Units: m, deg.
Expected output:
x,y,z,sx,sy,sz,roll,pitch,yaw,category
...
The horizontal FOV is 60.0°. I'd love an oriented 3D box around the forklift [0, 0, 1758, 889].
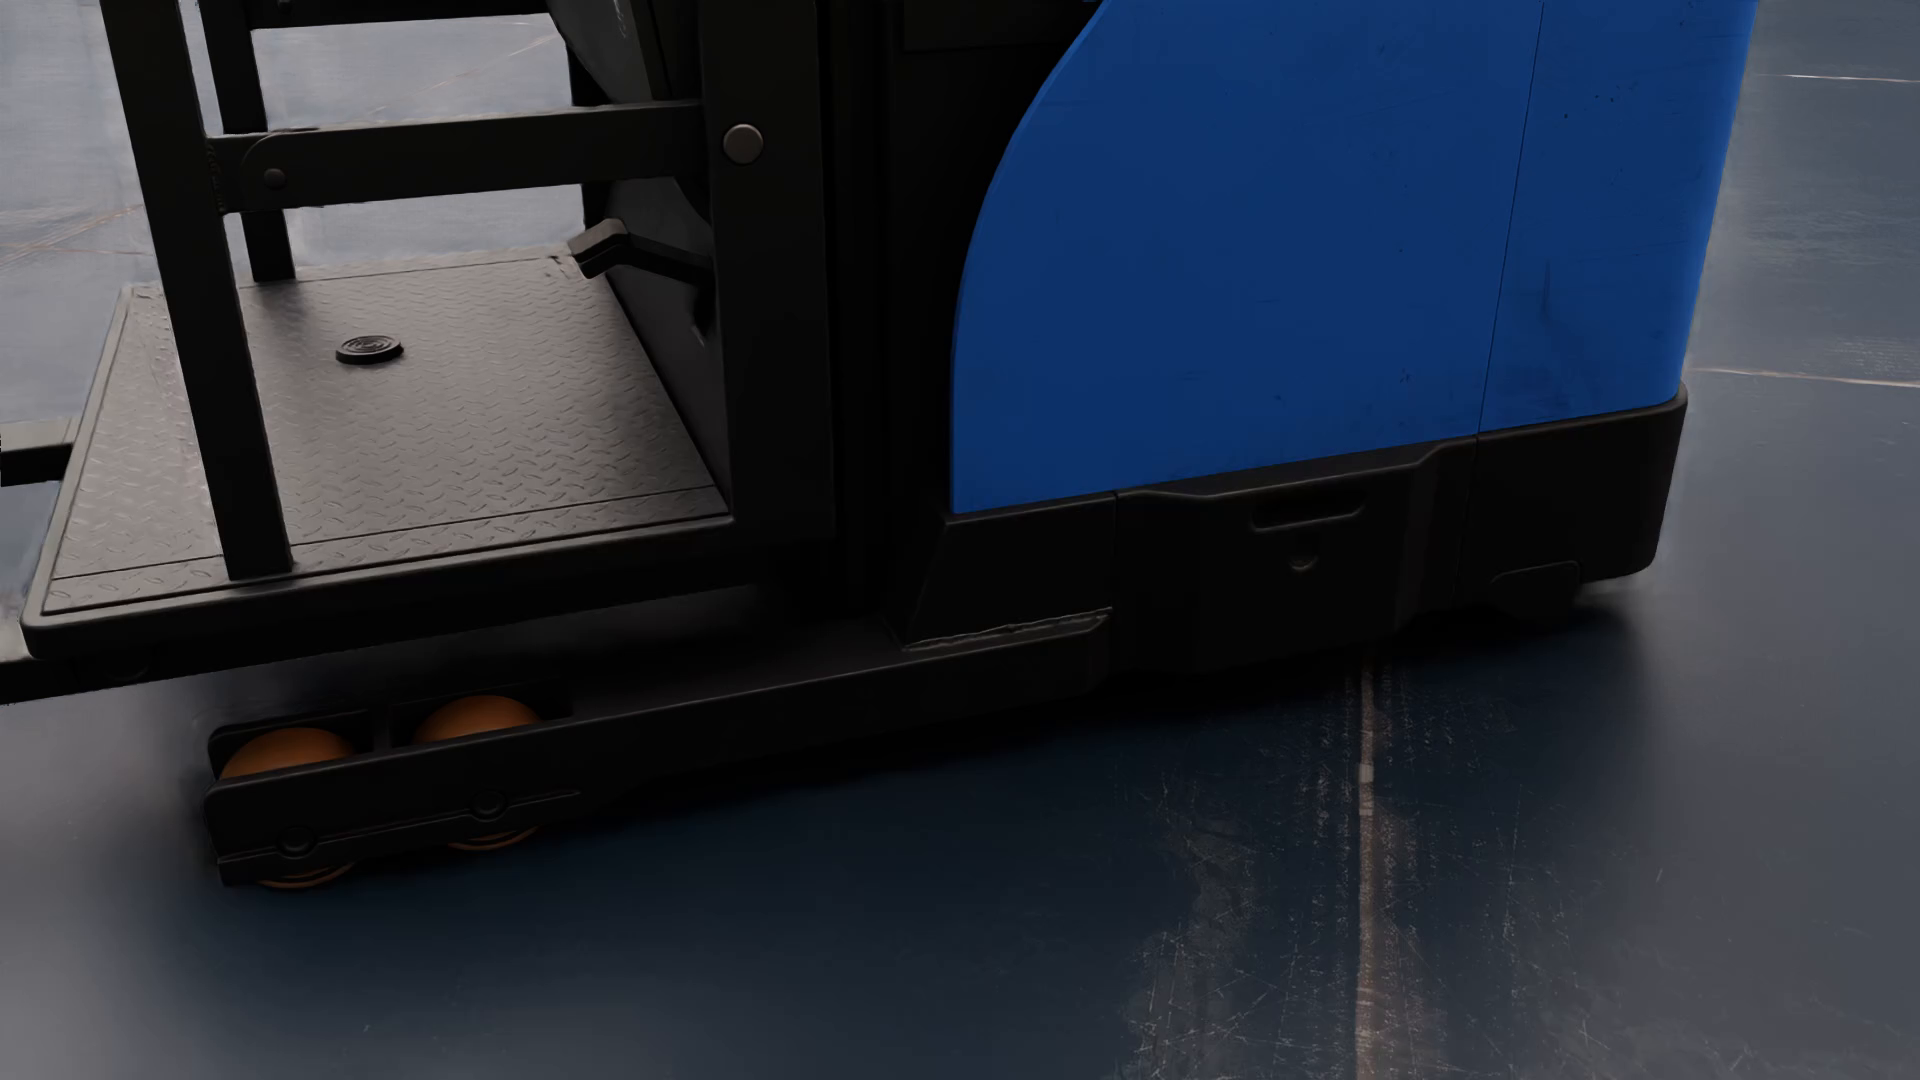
x,y,z,sx,sy,sz,roll,pitch,yaw,category
-0.605,-1.207,1.639,3.031,2.935,1.130,-9,28,-17,forklift
